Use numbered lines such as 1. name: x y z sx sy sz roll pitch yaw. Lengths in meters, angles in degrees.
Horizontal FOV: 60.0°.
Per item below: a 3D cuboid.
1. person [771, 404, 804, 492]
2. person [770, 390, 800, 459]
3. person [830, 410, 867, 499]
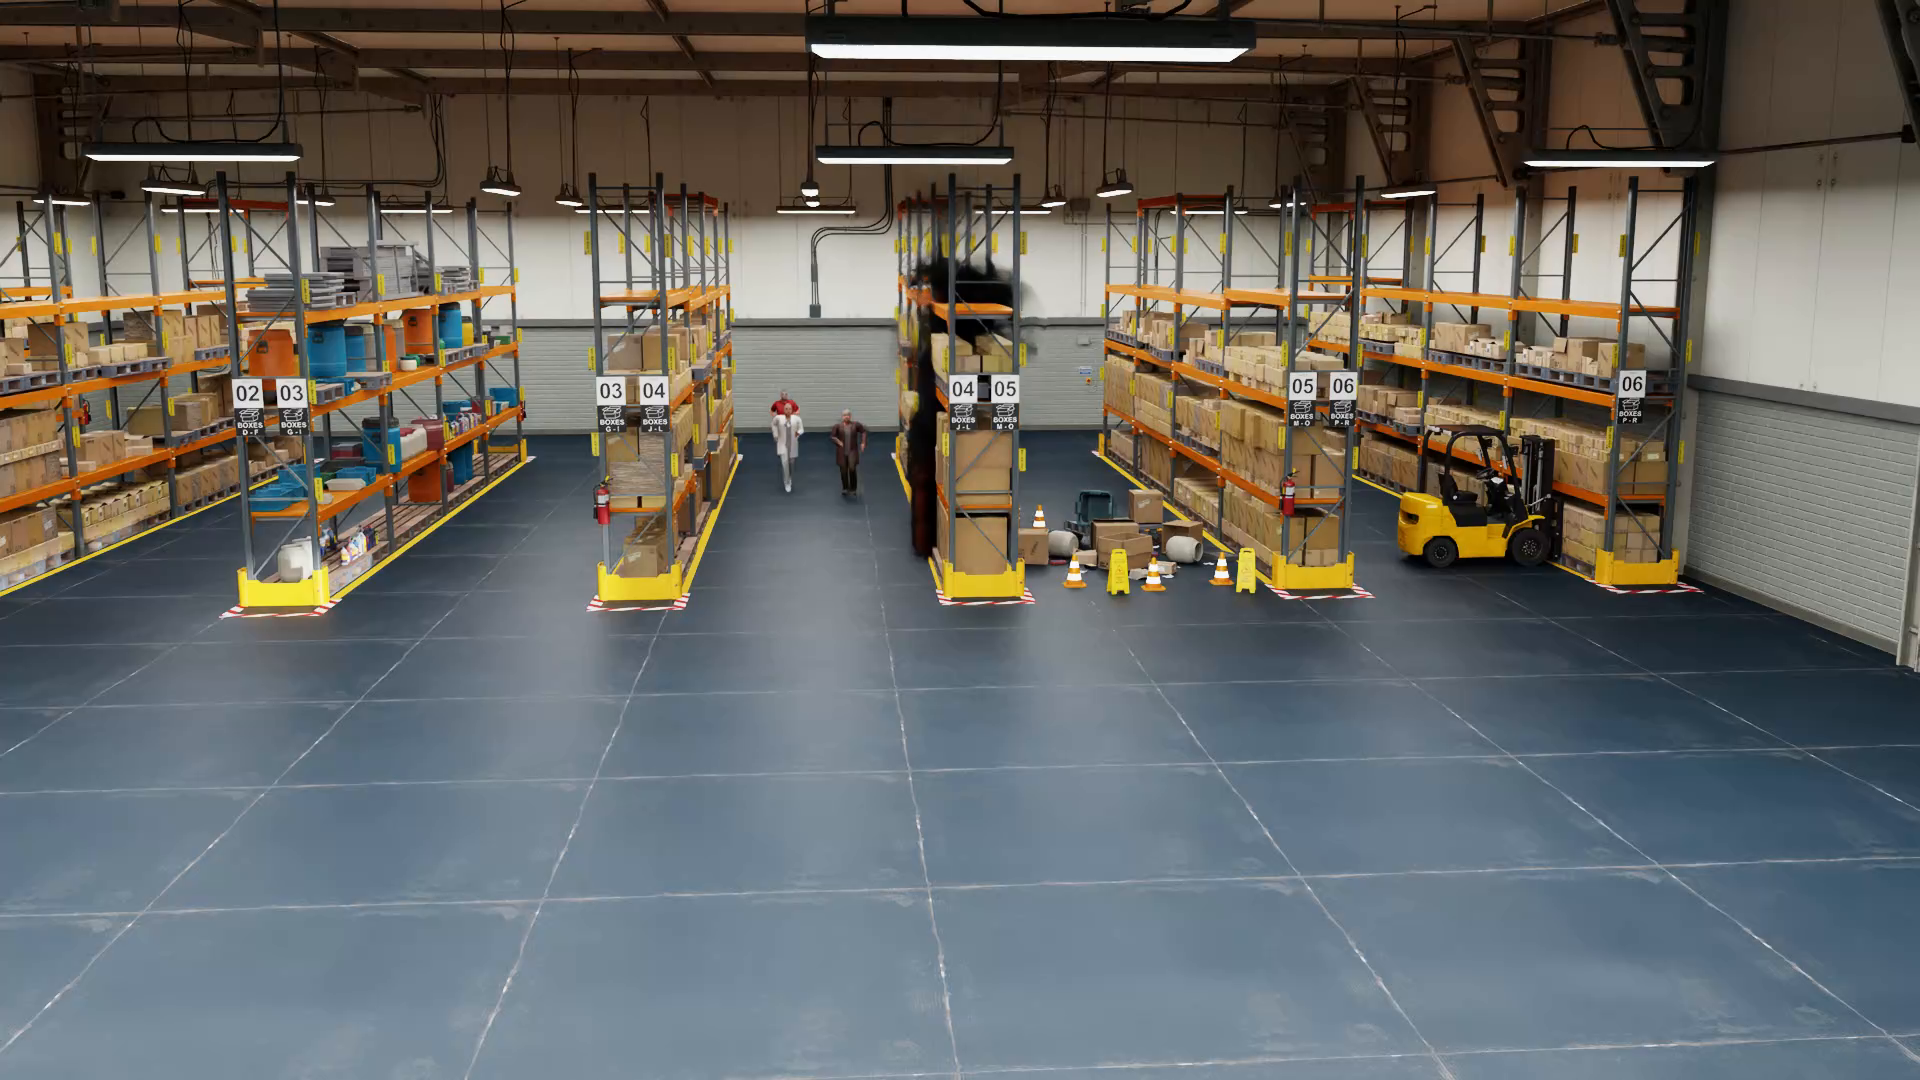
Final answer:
1. person: -3.583 -1.951 34.643 0.649 1.805 1.025 -2 10 -14
2. person: -4.038 -2.607 38.562 0.668 1.746 0.859 -2 10 -13
3. person: -2.240 -1.702 33.362 0.740 1.829 0.779 0 10 -1
